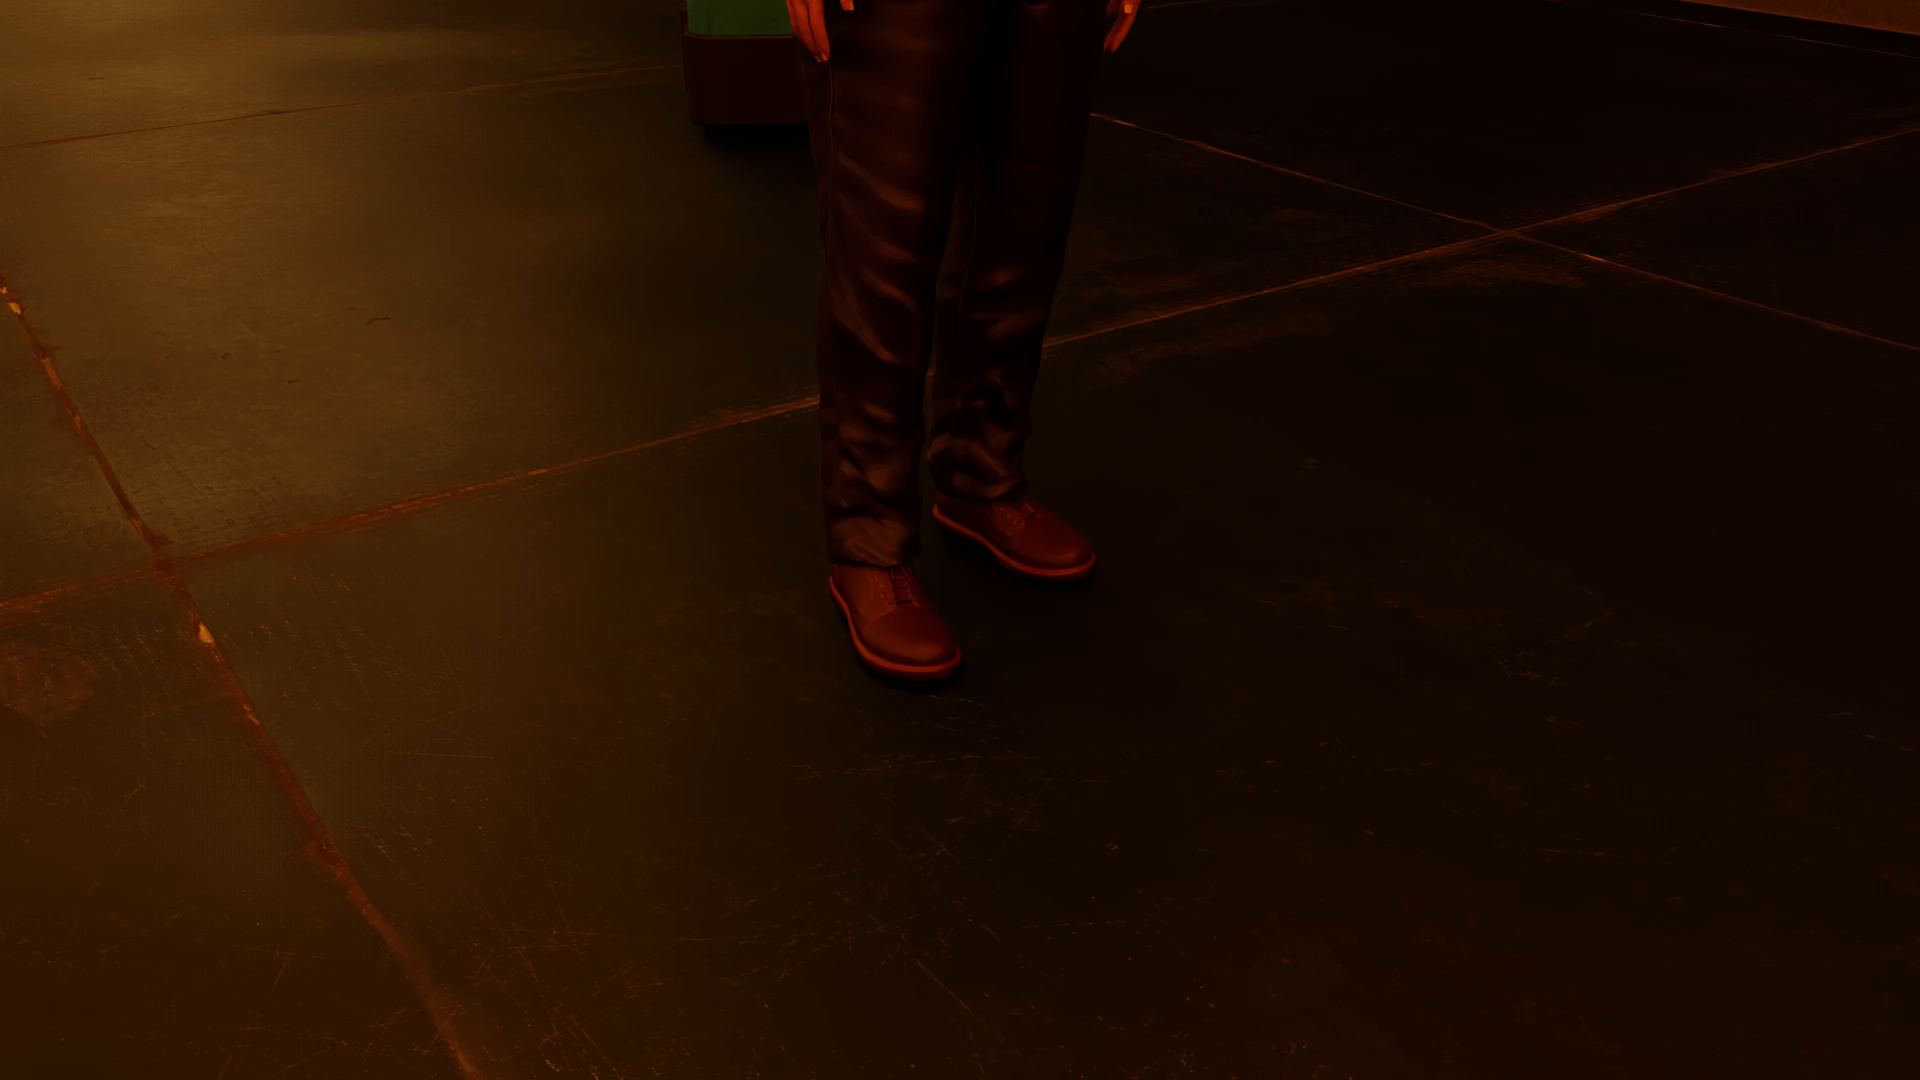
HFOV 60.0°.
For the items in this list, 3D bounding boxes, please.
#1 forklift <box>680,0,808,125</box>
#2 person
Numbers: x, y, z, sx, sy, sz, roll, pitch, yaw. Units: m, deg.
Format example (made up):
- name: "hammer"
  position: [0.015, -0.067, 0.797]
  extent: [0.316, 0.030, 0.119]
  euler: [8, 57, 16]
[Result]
- name: "forklift"
  position: [-0.356, -3.096, 5.403]
  extent: [1.130, 2.935, 3.031]
  euler: [-2, 27, -4]
- name: "person"
  position: [0.032, -0.700, 2.052]
  extent: [0.598, 1.640, 0.503]
  euler: [-17, 31, -31]
